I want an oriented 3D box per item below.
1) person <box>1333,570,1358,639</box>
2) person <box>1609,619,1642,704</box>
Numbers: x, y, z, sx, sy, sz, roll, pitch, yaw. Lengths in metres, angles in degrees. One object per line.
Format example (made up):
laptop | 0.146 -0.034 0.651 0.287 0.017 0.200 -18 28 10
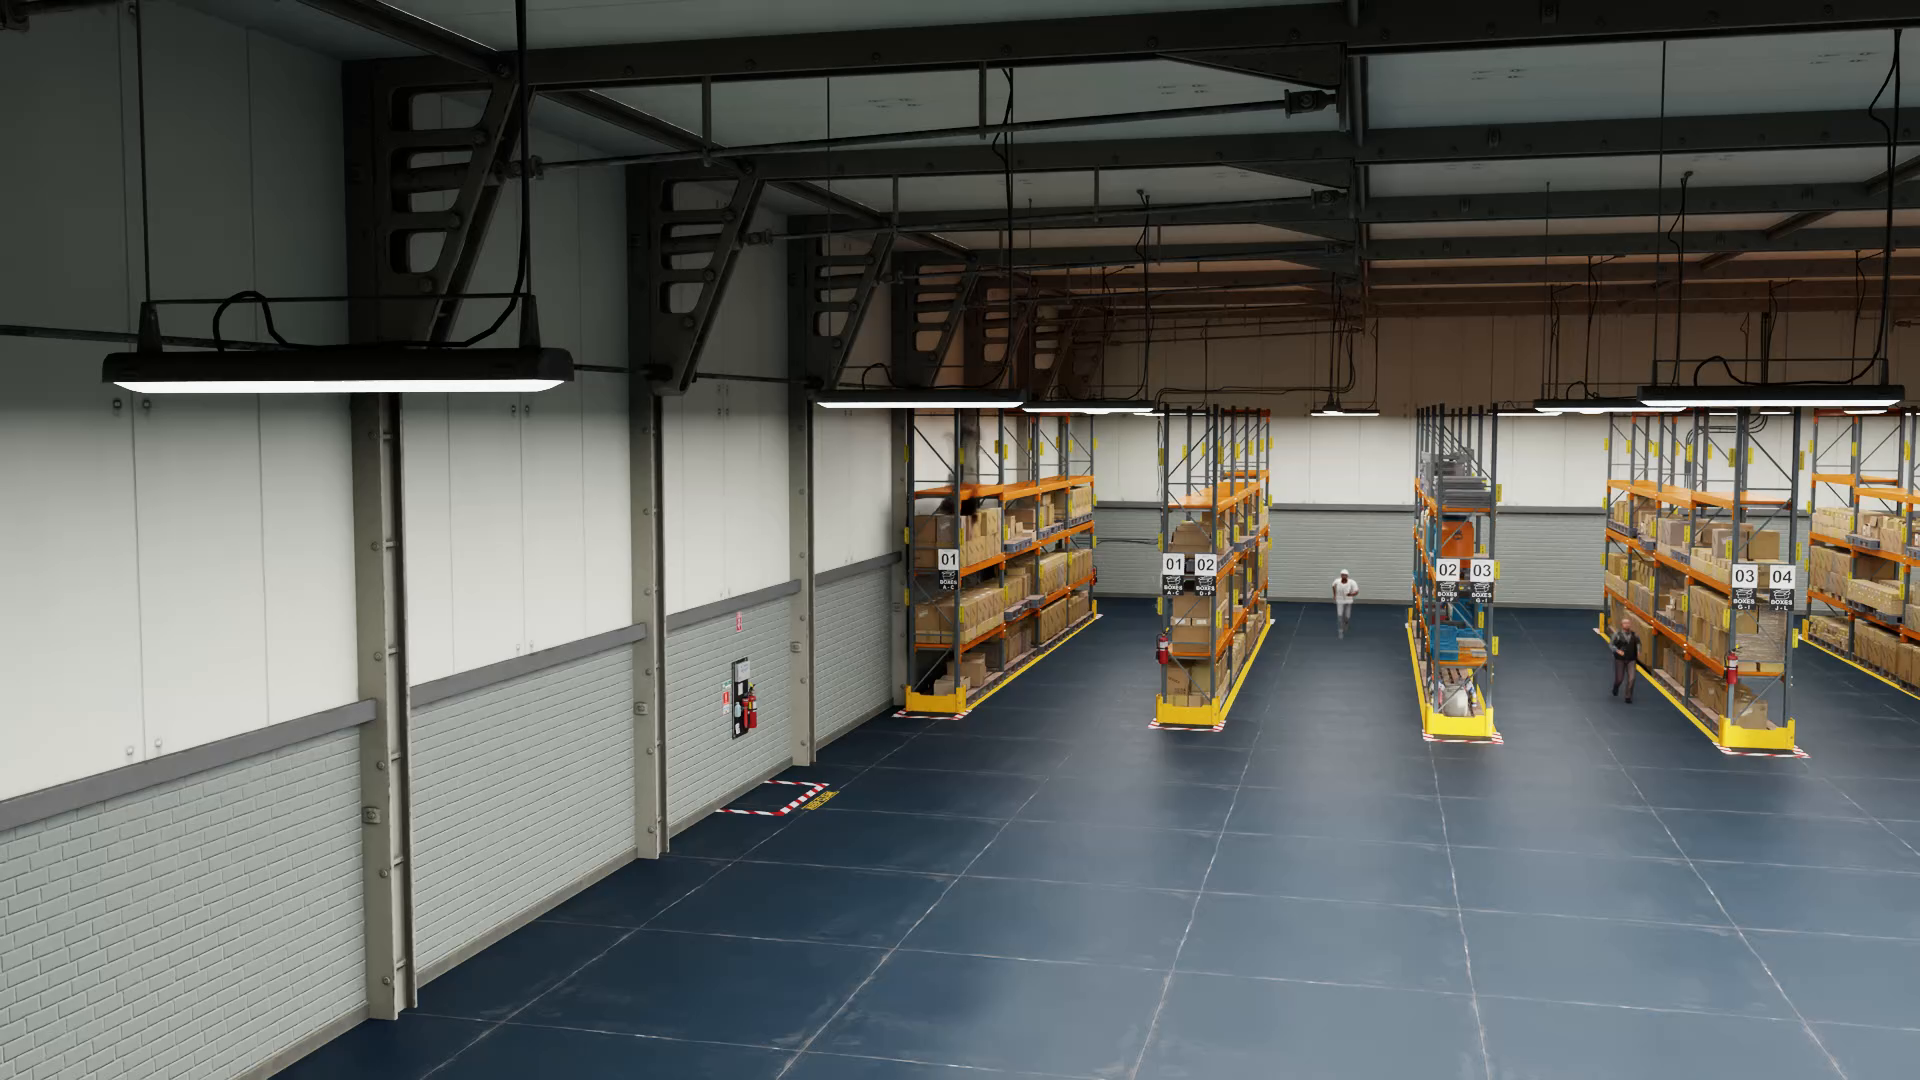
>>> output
person | 10.142 1.674 43.753 0.647 1.811 1.088 1 4 11
person | 13.460 2.437 33.620 0.669 1.681 0.760 1 4 8
